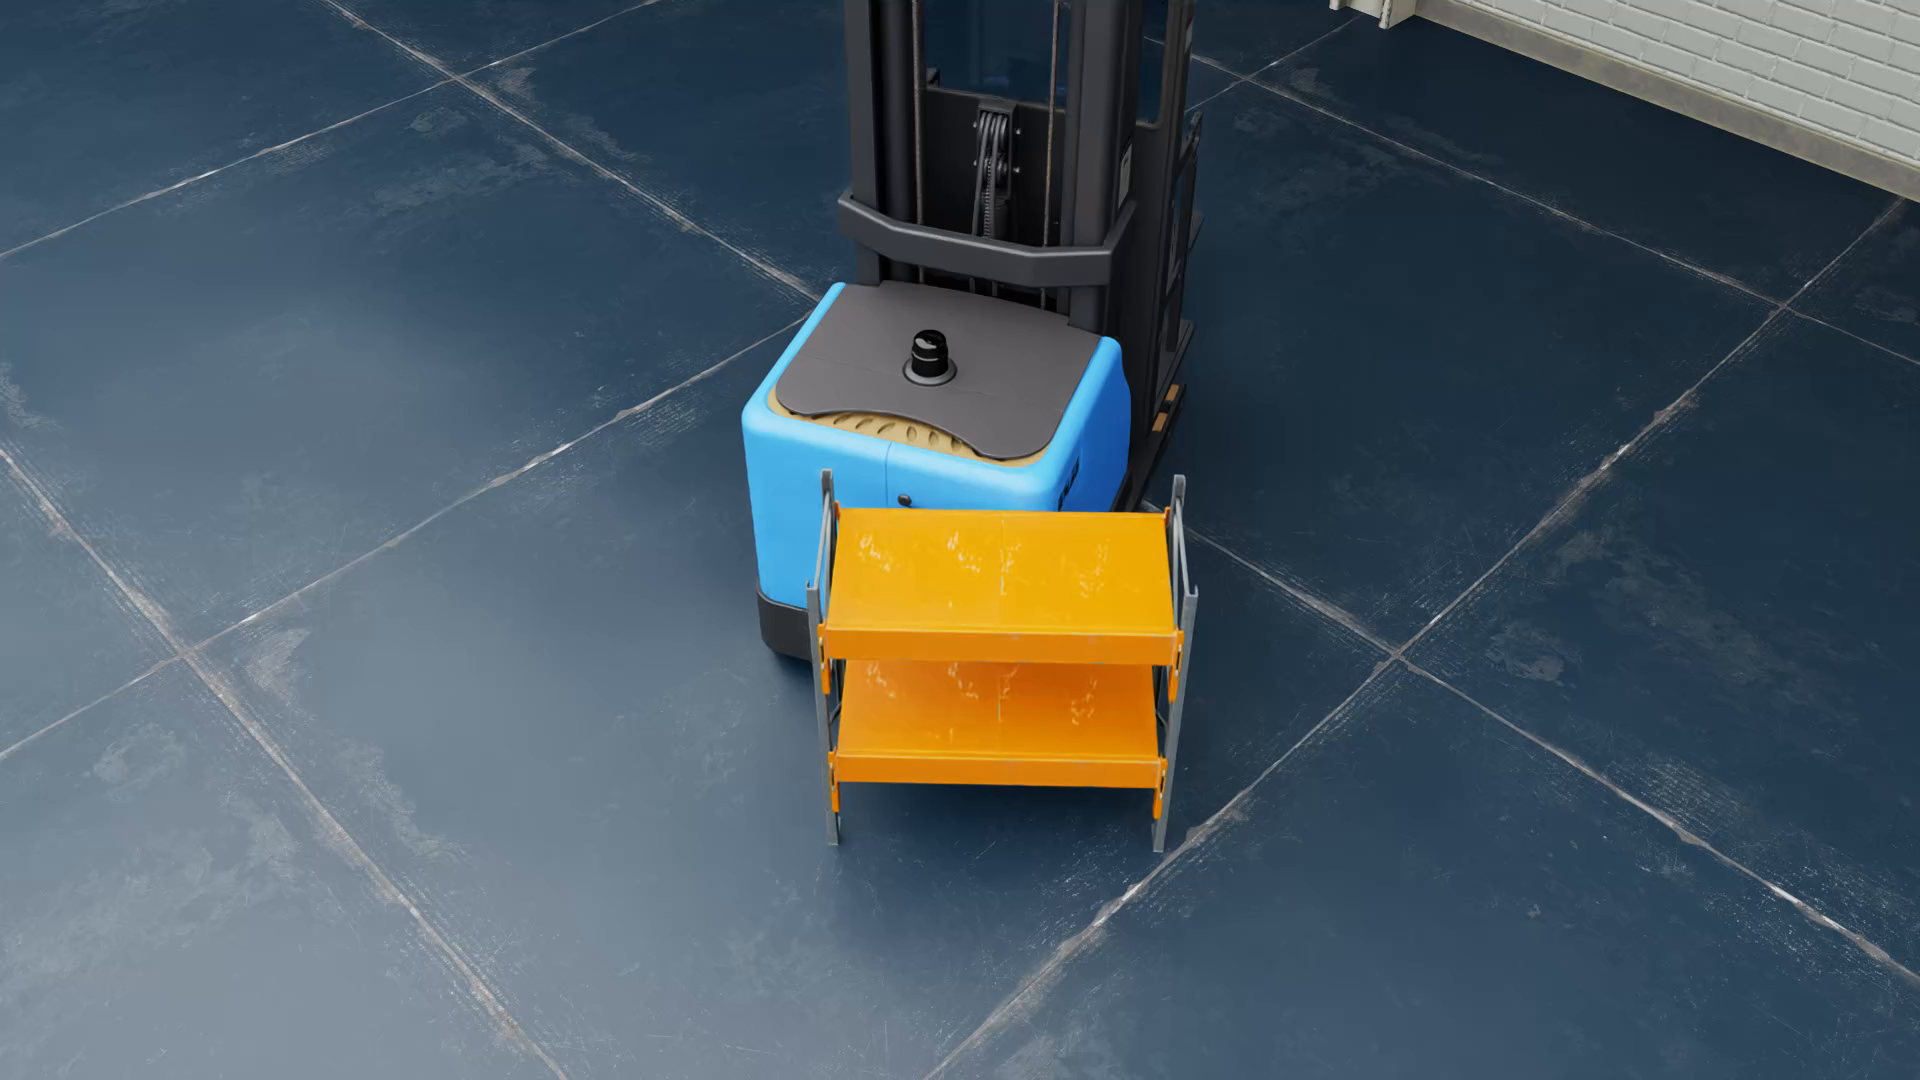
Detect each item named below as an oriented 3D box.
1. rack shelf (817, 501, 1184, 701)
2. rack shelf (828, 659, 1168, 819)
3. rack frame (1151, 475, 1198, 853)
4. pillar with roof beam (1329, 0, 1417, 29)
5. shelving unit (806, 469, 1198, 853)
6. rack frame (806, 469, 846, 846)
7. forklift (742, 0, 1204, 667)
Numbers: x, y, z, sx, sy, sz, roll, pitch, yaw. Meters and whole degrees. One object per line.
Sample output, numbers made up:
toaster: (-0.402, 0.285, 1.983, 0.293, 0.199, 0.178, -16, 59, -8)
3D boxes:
rack shelf: (0.117, 0.170, 4.805, 1.000, 0.278, 0.538, 1, 43, 1)
rack shelf: (0.117, 0.565, 5.170, 1.000, 0.278, 0.538, 1, 43, 1)
rack frame: (0.625, 0.395, 4.994, 0.032, 1.125, 0.500, 1, 43, 1)
pillar with roof beam: (-0.679, -4.285, 4.257, 9.100, 9.000, 0.400, -34, 53, -31)
shelving unit: (0.117, 0.385, 5.004, 1.048, 1.125, 0.538, 1, 43, 1)
rack frame: (-0.391, 0.376, 5.014, 0.032, 1.125, 0.500, 1, 43, 1)
forklift: (0.279, -1.509, 5.724, 1.130, 2.935, 3.031, 13, 44, 14)
